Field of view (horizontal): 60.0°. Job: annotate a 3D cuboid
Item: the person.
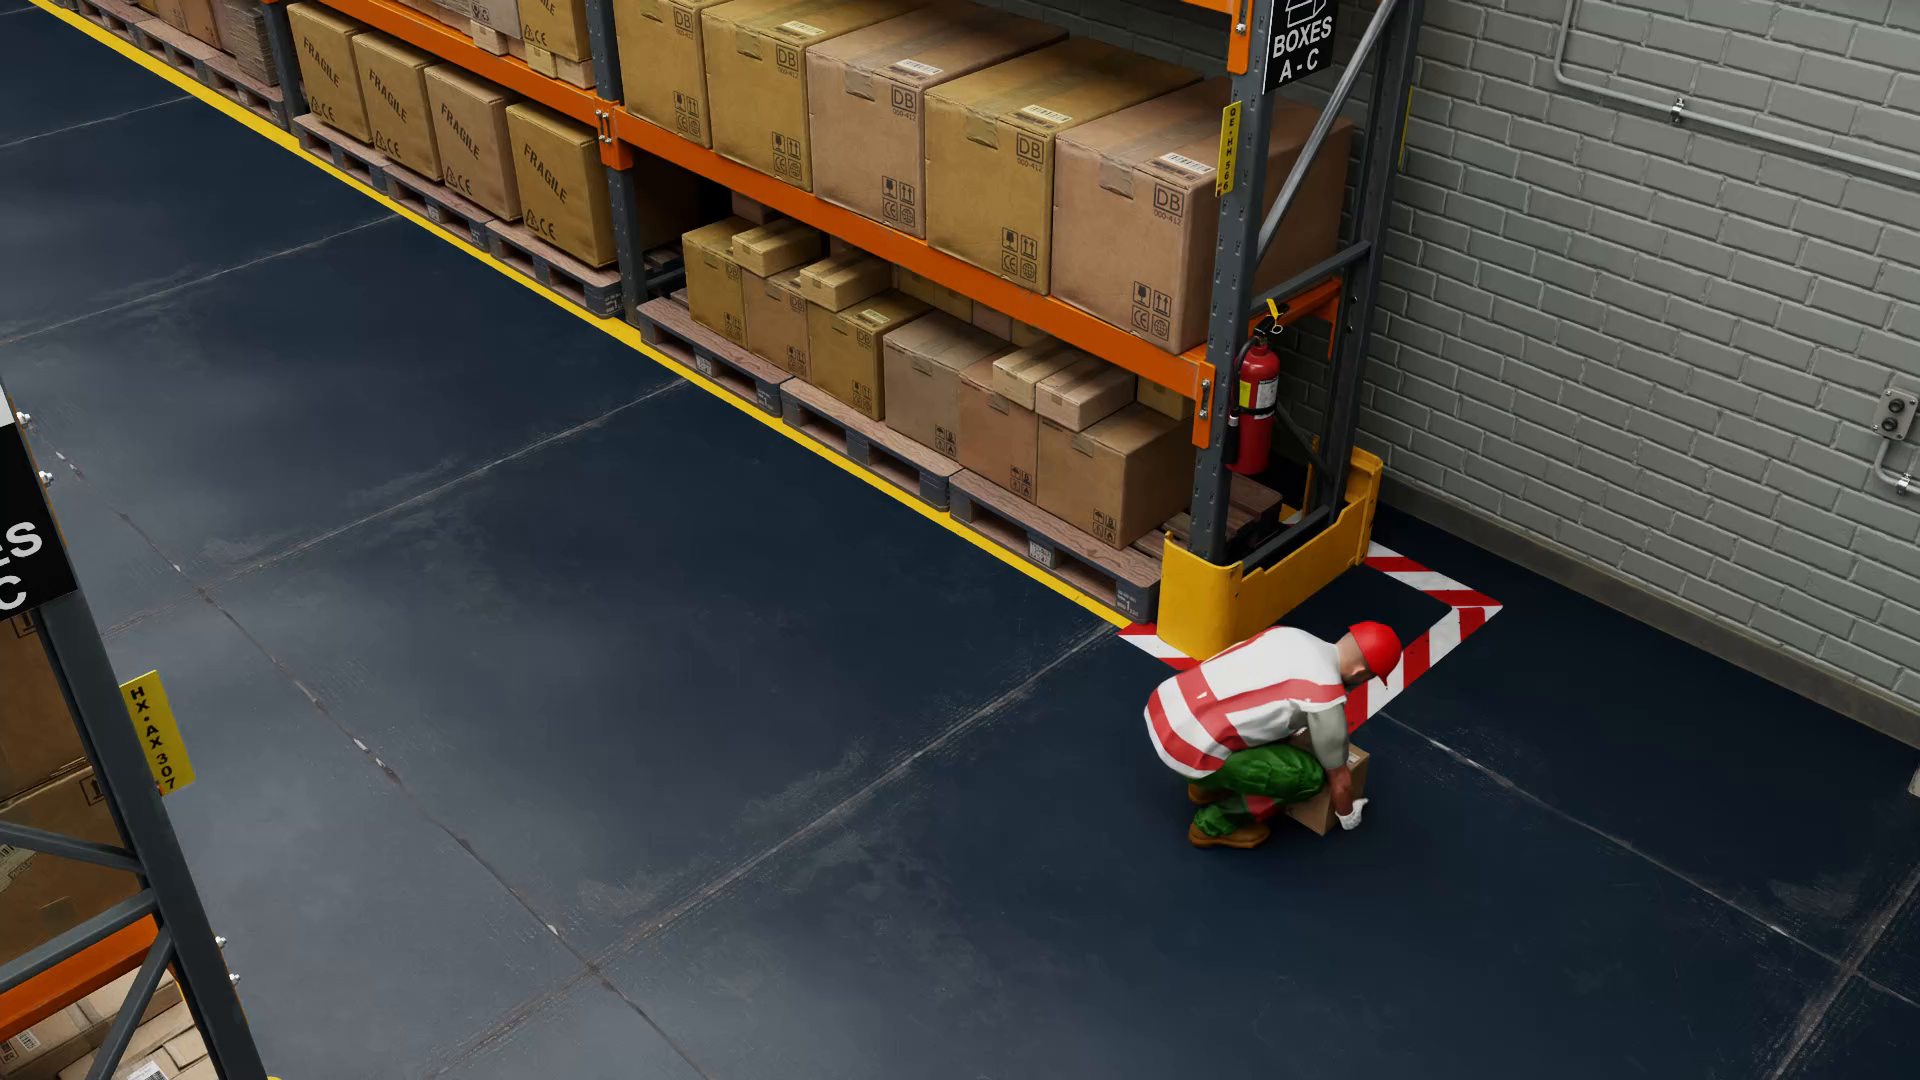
[{"bbox_3d":[1.129,0.720,6.045,0.929,0.862,0.540,-5,35,-7],"label":"person"}]
